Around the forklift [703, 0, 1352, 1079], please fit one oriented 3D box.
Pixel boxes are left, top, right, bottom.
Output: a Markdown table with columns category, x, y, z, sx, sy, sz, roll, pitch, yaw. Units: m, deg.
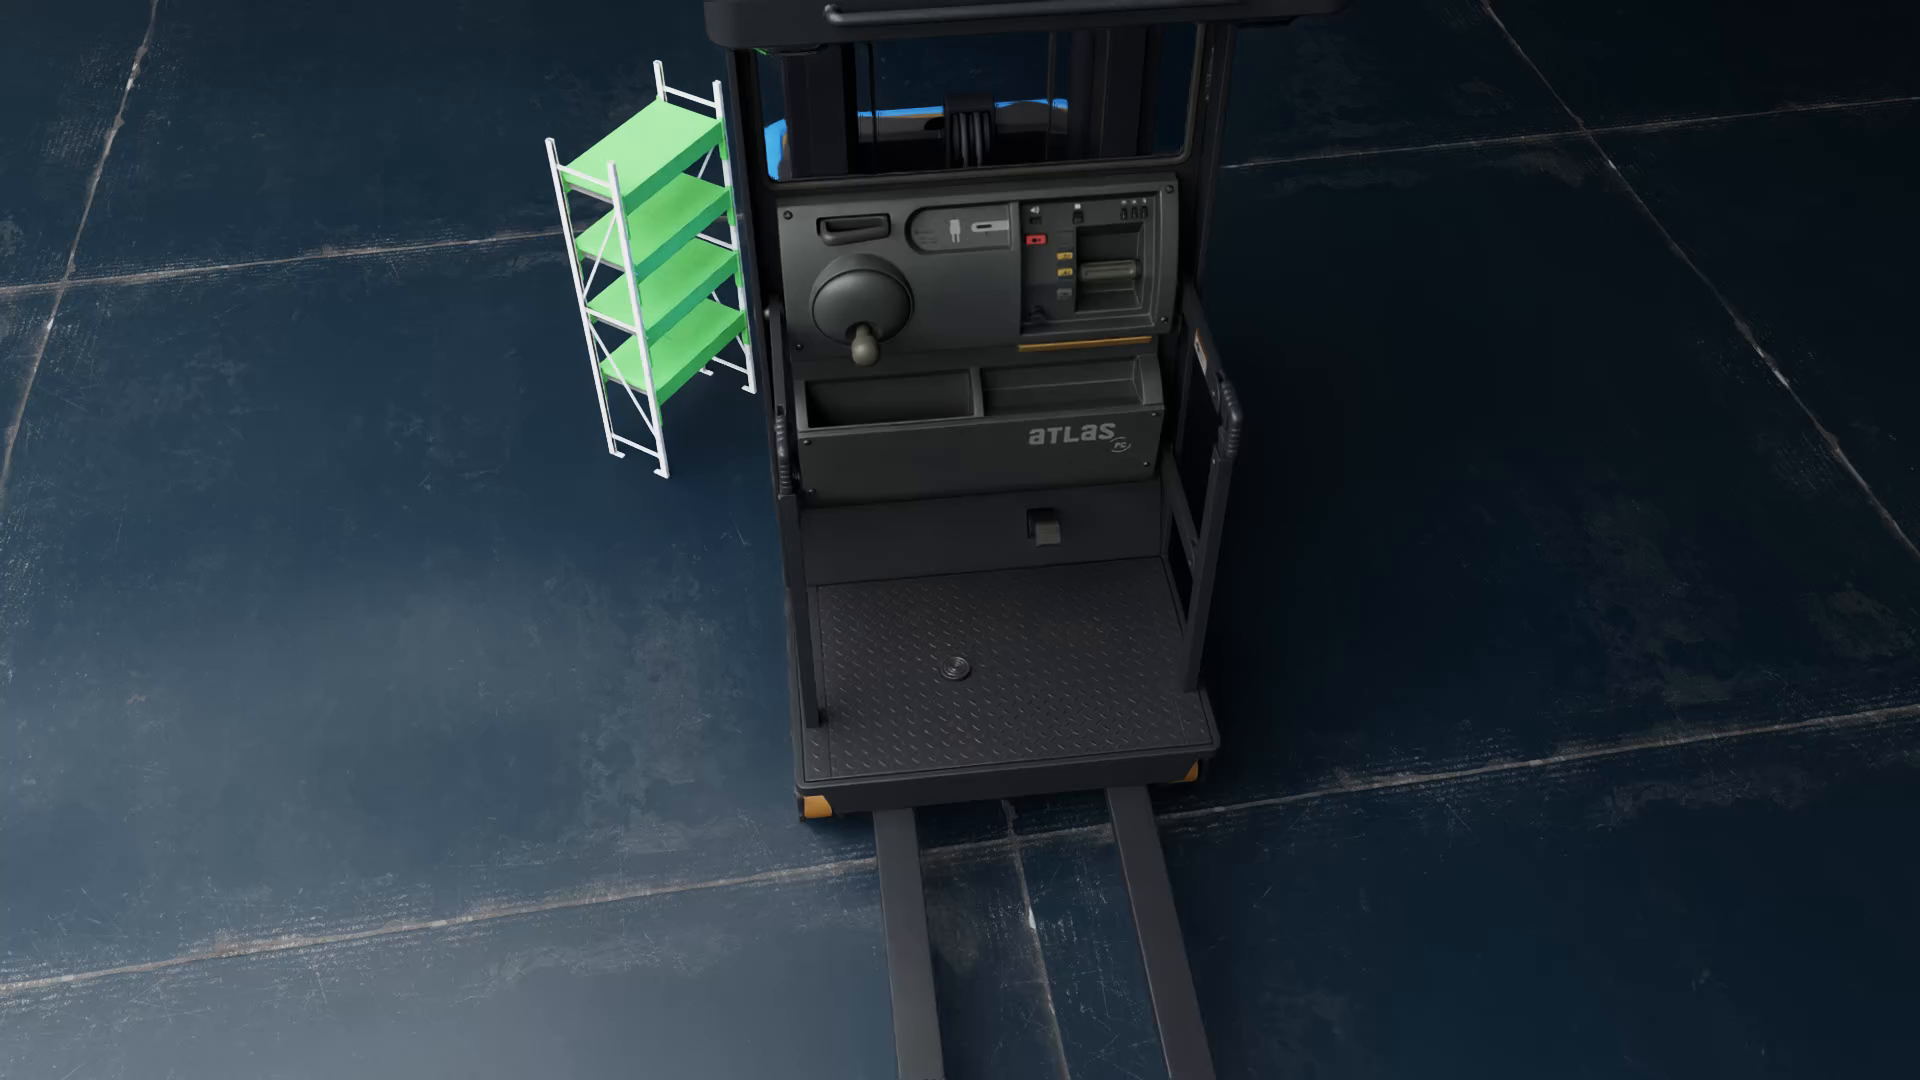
| category | x | y | z | sx | sy | sz | roll | pitch | yaw |
| --- | --- | --- | --- | --- | --- | --- | --- | --- | --- |
| forklift | 0.076 | -0.533 | 3.728 | 1.130 | 2.935 | 3.031 | -5 | 46 | -5 |

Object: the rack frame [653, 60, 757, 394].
| category | x | y | z | sx | sy | sz | roll | pitch | yaw |
| --- | --- | --- | --- | --- | --- | --- | --- | --- | --- |
| rack frame | -0.807 | -0.968 | 5.350 | 0.240 | 1.200 | 0.015 | 23 | 50 | 21 |

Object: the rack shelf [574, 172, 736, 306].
| category | x | y | z | sx | sy | sz | roll | pitch | yaw |
| --- | --- | --- | --- | --- | --- | --- | --- | --- | --- |
| rack shelf | -0.932 | -0.939 | 5.077 | 0.258 | 0.148 | 0.480 | 23 | 50 | 21 |

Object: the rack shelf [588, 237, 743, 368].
| category | x | y | z | sx | sy | sz | roll | pitch | yaw |
| --- | --- | --- | --- | --- | --- | --- | --- | --- | --- |
| rack shelf | -0.932 | -0.773 | 5.250 | 0.258 | 0.148 | 0.480 | 23 | 50 | 21 |

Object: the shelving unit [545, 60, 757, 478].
| category | x | y | z | sx | sy | sz | roll | pitch | yaw |
| --- | --- | --- | --- | --- | --- | --- | --- | --- | --- |
| shelving unit | -0.932 | -0.817 | 5.204 | 0.258 | 1.200 | 0.503 | 23 | 50 | 21 |

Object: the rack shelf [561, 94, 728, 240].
| category | x | y | z | sx | sy | sz | roll | pitch | yaw |
| --- | --- | --- | --- | --- | --- | --- | --- | --- | --- |
| rack shelf | -0.932 | -1.106 | 4.905 | 0.258 | 0.148 | 0.480 | 23 | 50 | 21 |

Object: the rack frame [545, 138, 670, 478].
| category | x | y | z | sx | sy | sz | roll | pitch | yaw |
| --- | --- | --- | --- | --- | --- | --- | --- | --- | --- |
| rack frame | -1.057 | -0.666 | 5.059 | 0.240 | 1.200 | 0.015 | 23 | 50 | 21 |

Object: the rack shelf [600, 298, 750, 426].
| category | x | y | z | sx | sy | sz | roll | pitch | yaw |
| --- | --- | --- | --- | --- | --- | --- | --- | --- | --- |
| rack shelf | -0.932 | -0.606 | 5.423 | 0.258 | 0.148 | 0.480 | 23 | 50 | 21 |
